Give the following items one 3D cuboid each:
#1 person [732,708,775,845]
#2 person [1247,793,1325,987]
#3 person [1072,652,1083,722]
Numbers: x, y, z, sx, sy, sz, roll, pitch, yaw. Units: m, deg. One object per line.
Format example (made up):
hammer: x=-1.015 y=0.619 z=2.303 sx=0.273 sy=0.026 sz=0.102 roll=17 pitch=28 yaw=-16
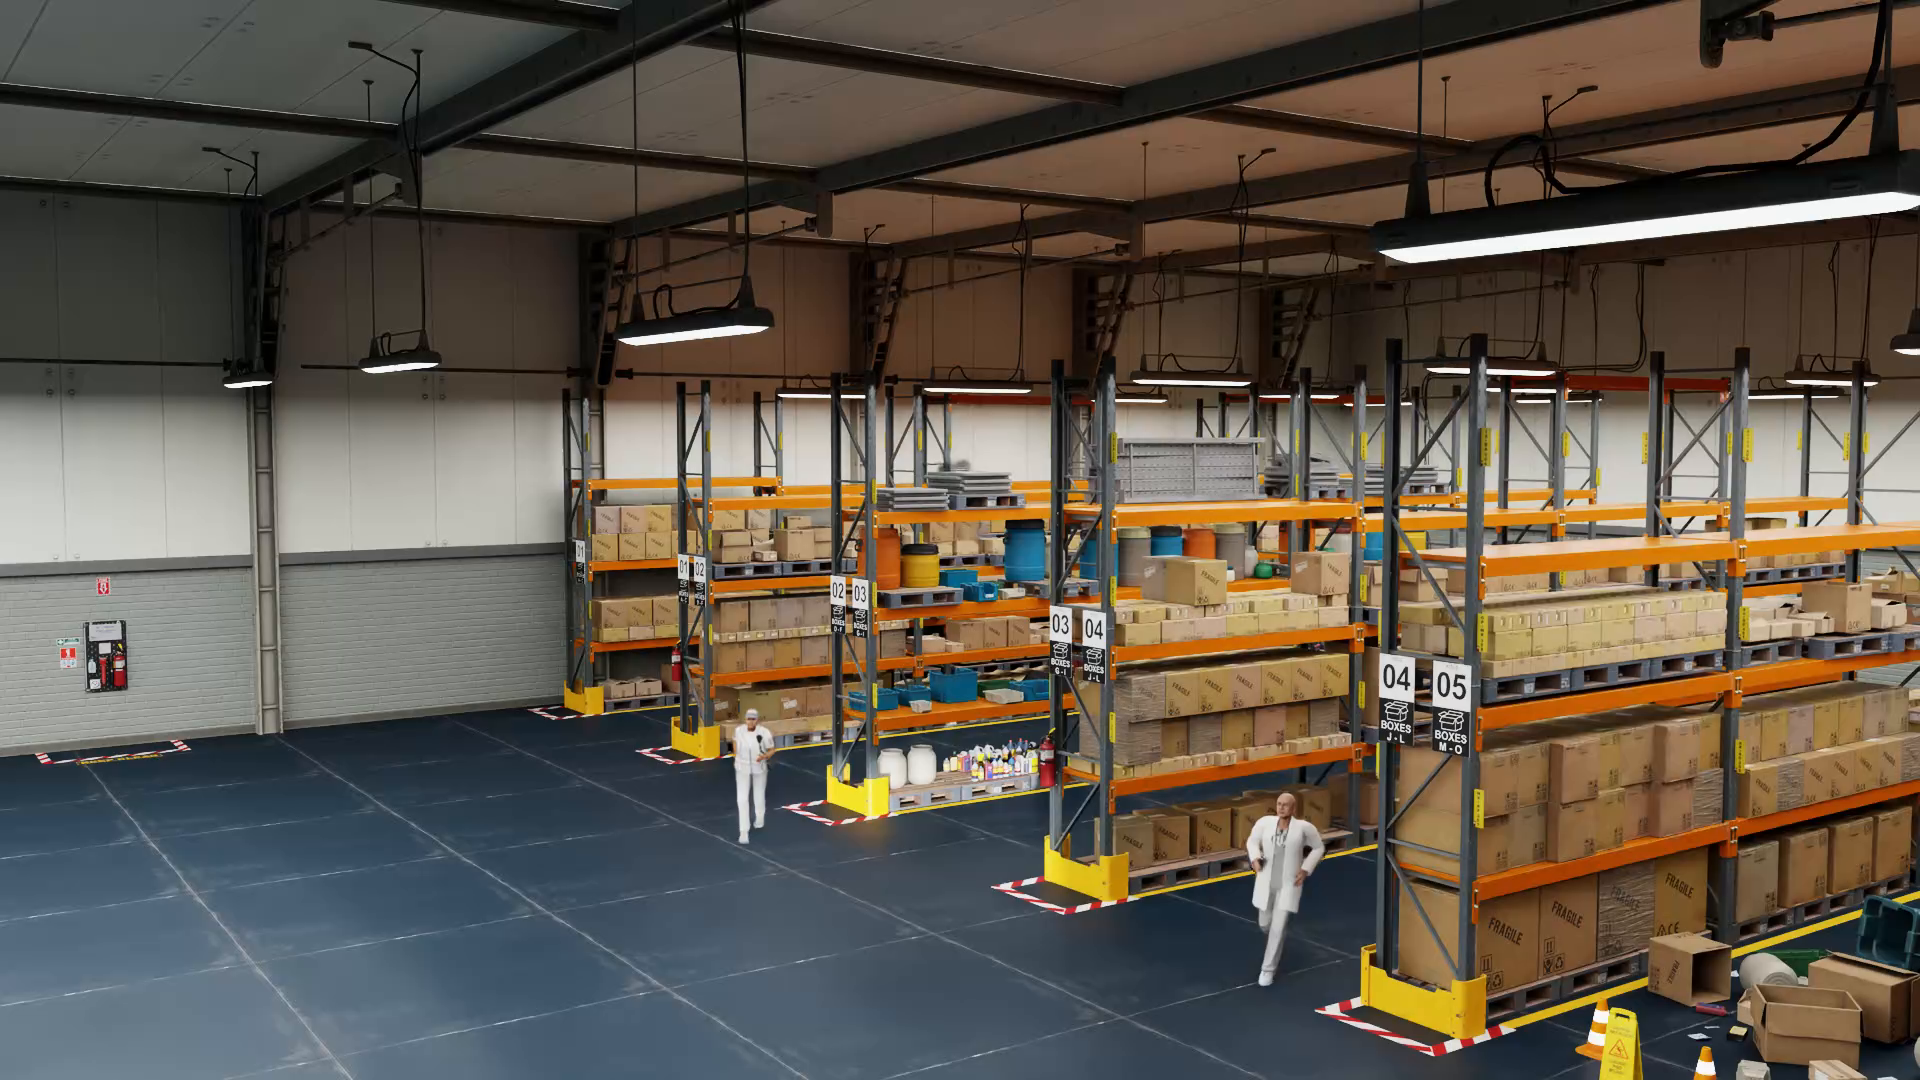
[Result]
person: x=-2.646 y=2.982 z=21.324 sx=0.552 sy=1.690 sz=0.912 roll=0 pitch=4 yaw=-4
person: x=3.086 y=3.278 z=15.847 sx=0.727 sy=1.783 sz=0.878 roll=2 pitch=4 yaw=27
person: x=2.268 y=2.261 z=28.369 sx=0.783 sy=1.655 sz=0.642 roll=-3 pitch=5 yaw=-40
